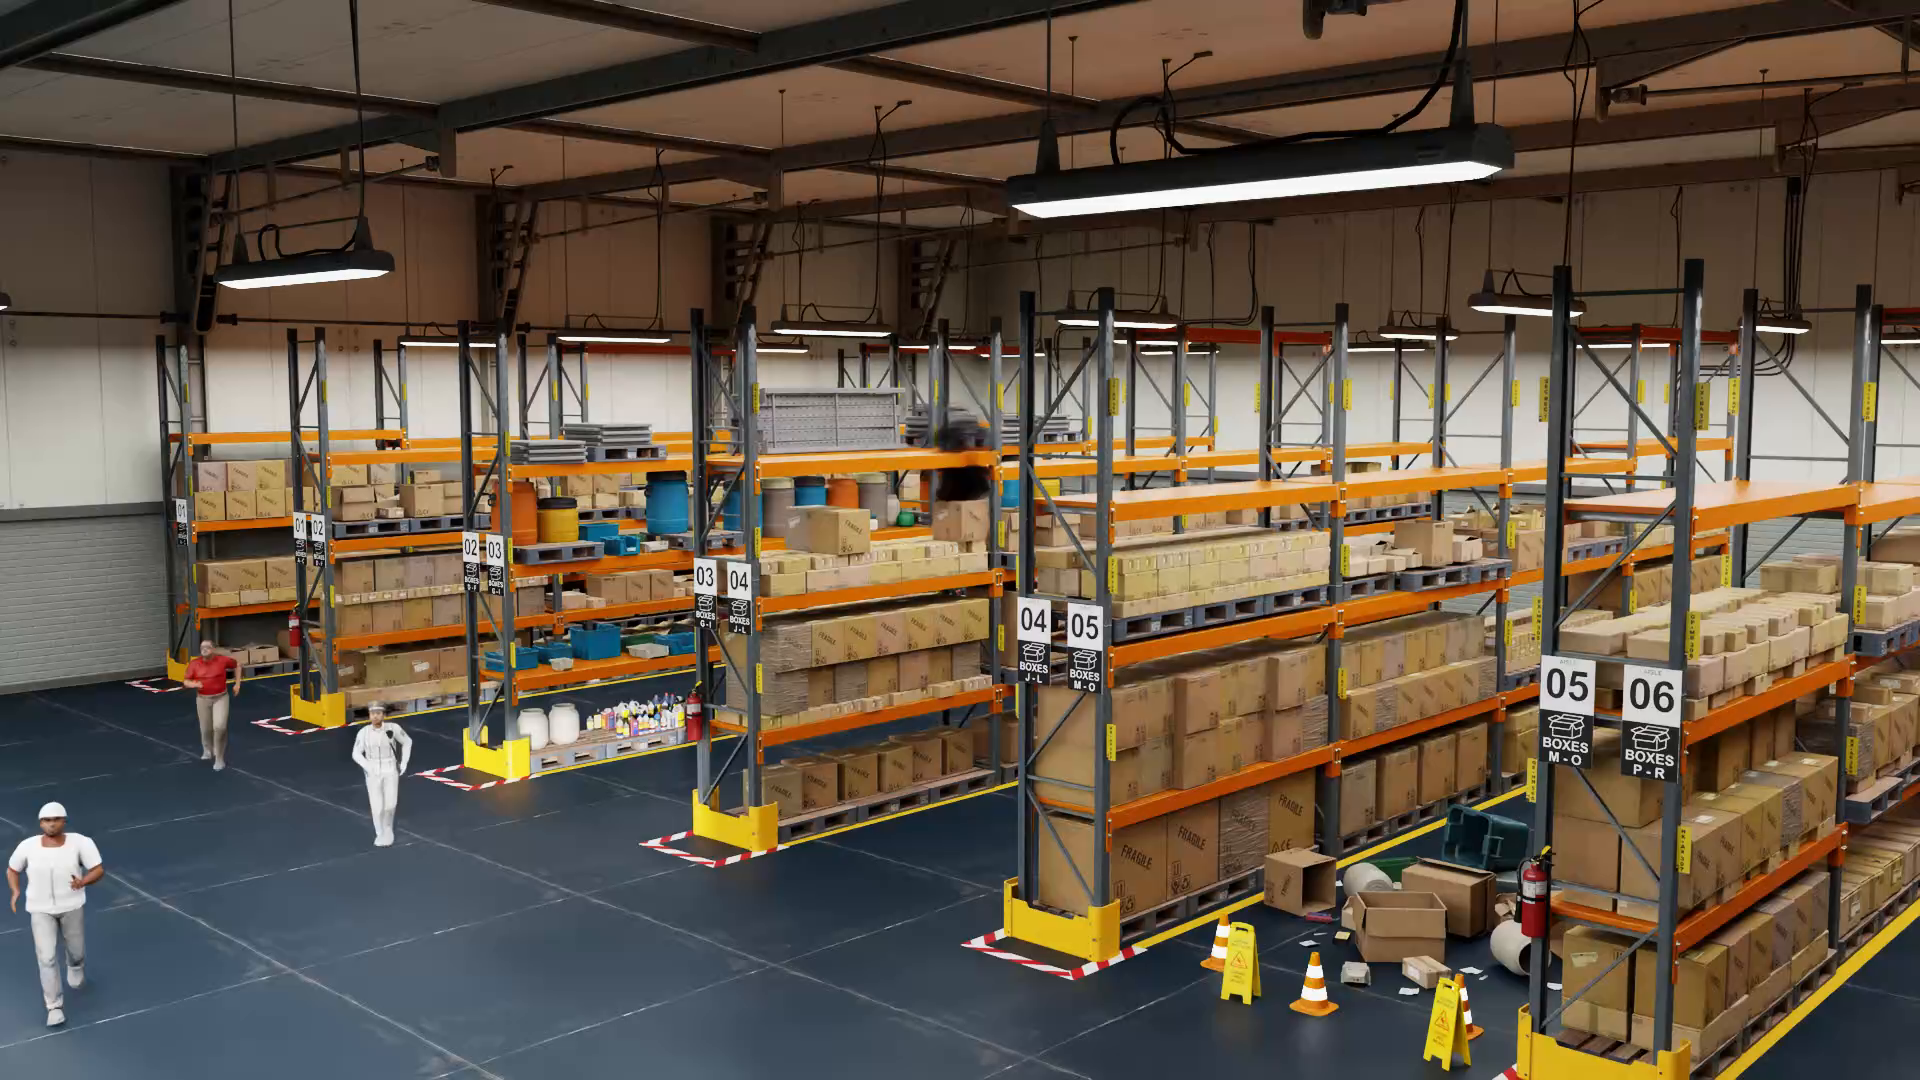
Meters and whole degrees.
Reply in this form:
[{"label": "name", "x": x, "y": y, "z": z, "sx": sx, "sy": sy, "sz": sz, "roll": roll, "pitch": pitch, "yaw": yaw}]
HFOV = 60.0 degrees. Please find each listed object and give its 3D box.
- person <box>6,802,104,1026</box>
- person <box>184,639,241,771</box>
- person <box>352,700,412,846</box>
[{"label": "person", "x": -7.414, "y": 3.015, "z": 13.648, "sx": 0.714, "sy": 1.743, "sz": 0.907, "roll": -3, "pitch": 6, "yaw": -26}, {"label": "person", "x": -10.077, "y": 2.213, "z": 22.442, "sx": 0.673, "sy": 1.777, "sz": 0.911, "roll": -1, "pitch": 6, "yaw": -15}, {"label": "person", "x": -6.426, "y": 2.595, "z": 18.488, "sx": 0.617, "sy": 1.657, "sz": 0.591, "roll": -1, "pitch": 6, "yaw": -14}]
